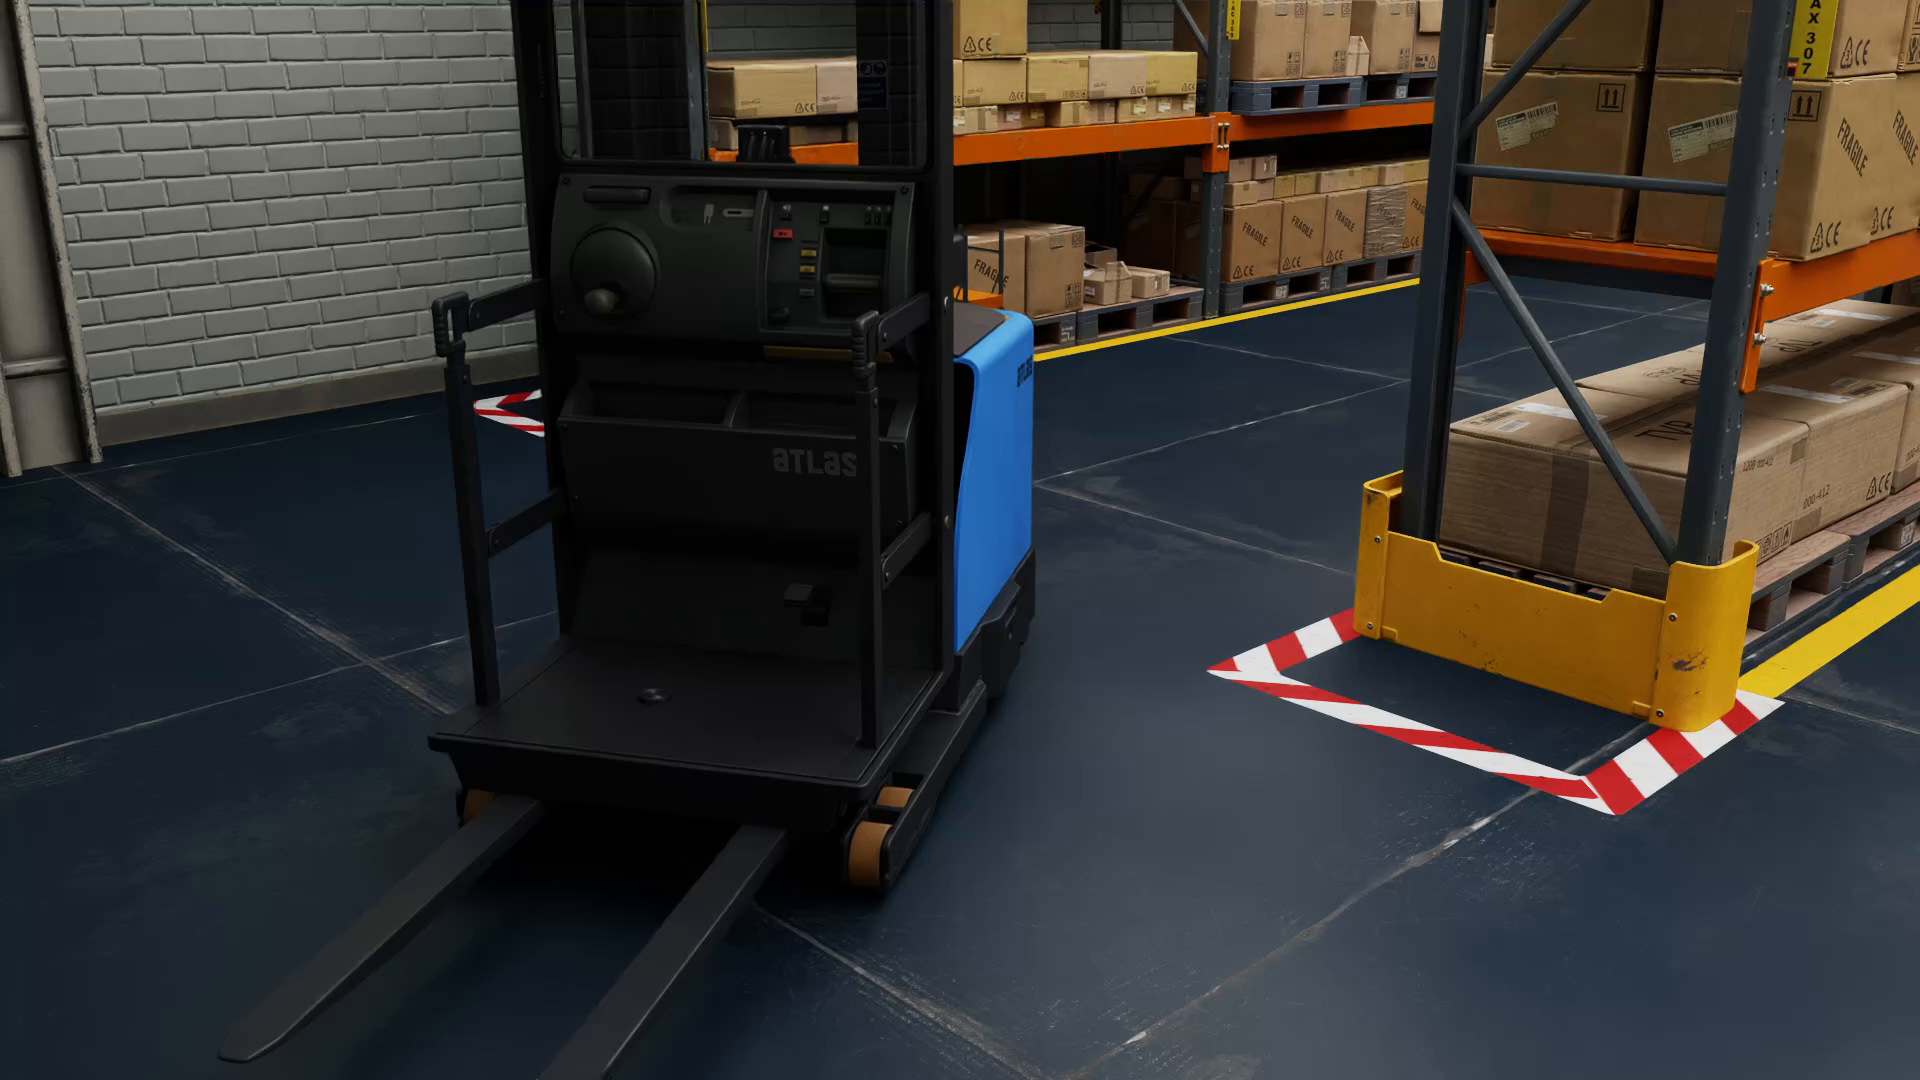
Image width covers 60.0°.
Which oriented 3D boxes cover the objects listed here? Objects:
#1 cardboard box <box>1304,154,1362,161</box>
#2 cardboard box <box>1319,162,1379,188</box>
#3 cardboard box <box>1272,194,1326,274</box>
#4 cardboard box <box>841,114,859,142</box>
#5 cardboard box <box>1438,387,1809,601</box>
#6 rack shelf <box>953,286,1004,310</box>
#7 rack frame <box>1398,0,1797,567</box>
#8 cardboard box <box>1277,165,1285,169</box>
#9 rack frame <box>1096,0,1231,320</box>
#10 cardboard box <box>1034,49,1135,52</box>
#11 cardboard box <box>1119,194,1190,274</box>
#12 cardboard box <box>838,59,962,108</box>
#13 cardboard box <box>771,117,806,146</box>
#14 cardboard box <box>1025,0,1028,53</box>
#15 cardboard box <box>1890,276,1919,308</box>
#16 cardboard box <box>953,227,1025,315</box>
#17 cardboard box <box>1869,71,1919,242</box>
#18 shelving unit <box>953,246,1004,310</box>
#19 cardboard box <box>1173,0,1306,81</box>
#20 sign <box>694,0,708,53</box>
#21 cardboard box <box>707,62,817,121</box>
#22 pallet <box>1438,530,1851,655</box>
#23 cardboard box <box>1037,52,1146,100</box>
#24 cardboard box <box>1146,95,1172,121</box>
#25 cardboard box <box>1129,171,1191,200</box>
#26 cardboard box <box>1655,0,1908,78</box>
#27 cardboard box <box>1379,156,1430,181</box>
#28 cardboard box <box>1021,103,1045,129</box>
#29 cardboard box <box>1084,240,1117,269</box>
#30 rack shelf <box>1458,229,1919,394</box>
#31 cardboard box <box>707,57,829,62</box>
[{"bbox_3d":[2.882,-2.899,12.883,0.250,0.149,0.380,-17,24,-42],"label":"cardboard box"},{"bbox_3d":[2.849,-2.687,12.228,0.250,0.149,0.380,-16,24,-41],"label":"cardboard box"},{"bbox_3d":[2.210,-2.174,11.700,0.500,0.500,0.500,-17,24,-42],"label":"cardboard box"},{"bbox_3d":[-0.610,-2.205,8.830,0.250,0.149,0.380,-15,23,-39],"label":"cardboard box"},{"bbox_3d":[2.241,-0.181,5.652,0.875,0.438,0.875,17,24,42],"label":"cardboard box"},{"bbox_3d":[0.011,-0.874,6.212,0.180,0.103,0.258,-16,24,-41],"label":"rack shelf"},{"bbox_3d":[1.830,-1.038,4.821,0.127,3.000,1.000,-16,24,-41],"label":"rack frame"},{"bbox_3d":[2.156,-2.675,12.193,0.250,0.149,0.380,-15,23,-39],"label":"cardboard box"},{"bbox_3d":[1.324,-2.997,10.864,0.127,3.000,1.000,-16,24,-41],"label":"rack frame"},{"bbox_3d":[0.778,-3.022,10.704,0.500,0.250,0.500,-17,24,-41],"label":"cardboard box"},{"bbox_3d":[1.477,-2.178,11.710,0.500,0.500,0.500,-16,24,-41],"label":"cardboard box"},{"bbox_3d":[-0.336,-2.470,9.000,0.500,0.250,0.500,-17,24,-42],"label":"cardboard box"},{"bbox_3d":[-1.002,-2.102,8.512,0.250,0.149,0.380,-15,24,-39],"label":"cardboard box"},{"bbox_3d":[0.059,-3.168,9.936,0.500,0.500,0.500,-17,25,-42],"label":"cardboard box"},{"bbox_3d":[5.132,-1.223,8.159,0.875,0.875,0.875,-15,23,-39],"label":"cardboard box"},{"bbox_3d":[0.028,-1.530,9.713,0.500,0.500,0.500,-16,24,-40],"label":"cardboard box"},{"bbox_3d":[2.725,-1.236,5.271,0.500,0.500,0.500,-17,24,-42],"label":"cardboard box"},{"bbox_3d":[0.011,-0.574,6.310,0.183,1.046,0.258,-16,24,-41],"label":"shelving unit"},{"bbox_3d":[1.829,-3.296,10.945,0.500,0.500,0.700,-15,24,-39],"label":"cardboard box"},{"bbox_3d":[-1.210,-2.439,7.741,0.005,0.325,0.100,-16,24,-41],"label":"sign"},{"bbox_3d":[-1.068,-2.255,8.337,0.500,0.250,0.500,-16,24,-41],"label":"cardboard box"},{"bbox_3d":[2.358,0.102,5.828,1.213,0.211,1.003,-16,24,-41],"label":"pallet"},{"bbox_3d":[0.767,-2.795,10.002,0.500,0.250,0.500,-16,24,-41],"label":"cardboard box"},{"bbox_3d":[1.091,-2.693,10.334,0.250,0.149,0.380,-15,24,-39],"label":"cardboard box"},{"bbox_3d":[1.393,-2.459,11.524,0.380,0.149,0.250,17,24,42],"label":"cardboard box"},{"bbox_3d":[2.375,-1.599,4.768,0.500,0.500,0.500,-17,25,-42],"label":"cardboard box"},{"bbox_3d":[3.424,-2.846,12.718,0.250,0.149,0.380,-15,23,-39],"label":"cardboard box"},{"bbox_3d":[0.279,-2.493,9.717,0.250,0.149,0.380,-16,24,-40],"label":"cardboard box"},{"bbox_3d":[0.681,-1.830,10.945,0.500,0.311,0.500,-15,23,-39],"label":"cardboard box"},{"bbox_3d":[3.284,-1.119,6.239,4.000,0.370,1.077,-16,24,-41],"label":"rack shelf"},{"bbox_3d":[-1.055,-2.485,9.047,0.500,0.250,0.500,-16,24,-41],"label":"cardboard box"}]
